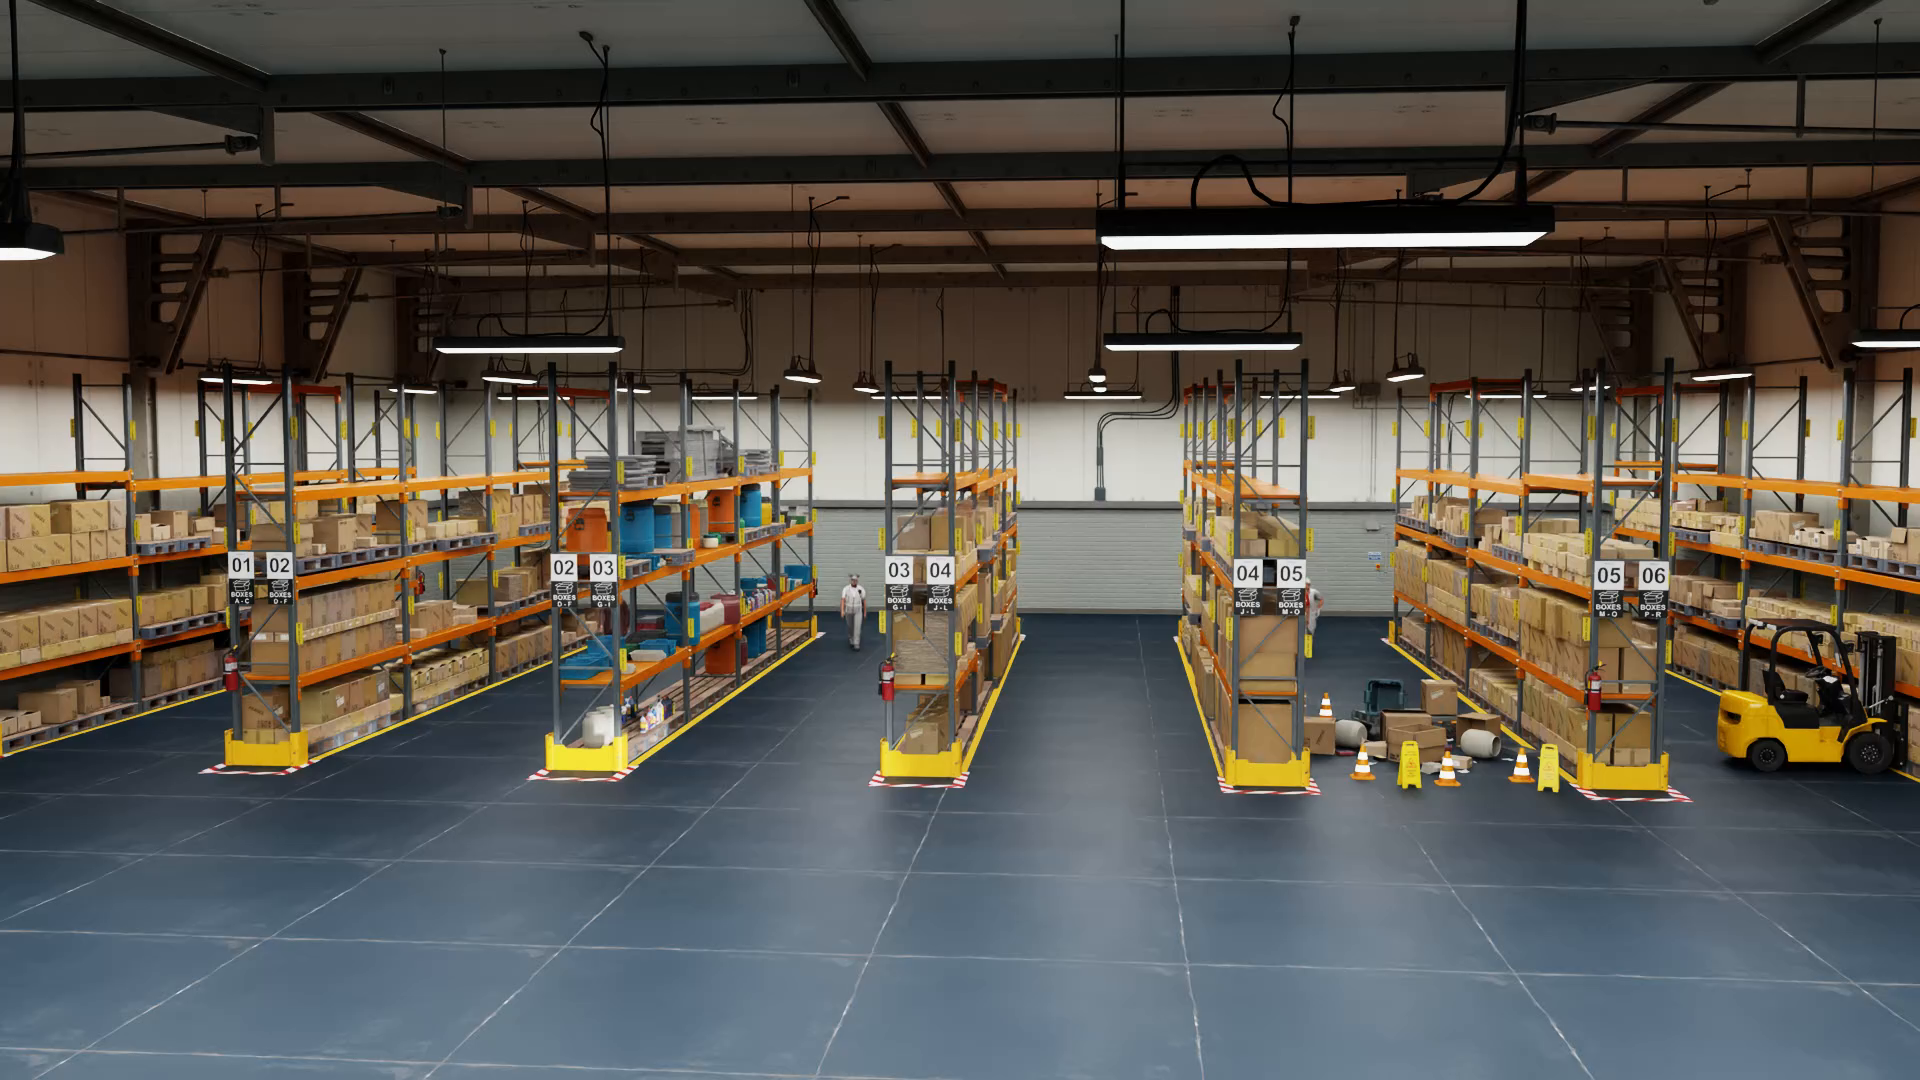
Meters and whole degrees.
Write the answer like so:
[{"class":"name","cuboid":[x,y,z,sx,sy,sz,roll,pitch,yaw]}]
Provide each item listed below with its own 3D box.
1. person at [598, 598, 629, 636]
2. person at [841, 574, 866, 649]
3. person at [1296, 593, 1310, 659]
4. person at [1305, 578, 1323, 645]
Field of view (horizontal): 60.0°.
[{"class":"person","cuboid":[-7.293,1.831,34.932,0.576,1.715,1.169,0,4,3]},{"class":"person","cuboid":[-2.449,1.624,38.158,0.572,1.712,1.099,0,4,2]},{"class":"person","cuboid":[7.375,1.767,36.389,0.573,1.768,0.377,-1,4,-21]},{"class":"person","cuboid":[7.877,1.689,37.685,0.694,1.685,0.642,1,4,15]}]
